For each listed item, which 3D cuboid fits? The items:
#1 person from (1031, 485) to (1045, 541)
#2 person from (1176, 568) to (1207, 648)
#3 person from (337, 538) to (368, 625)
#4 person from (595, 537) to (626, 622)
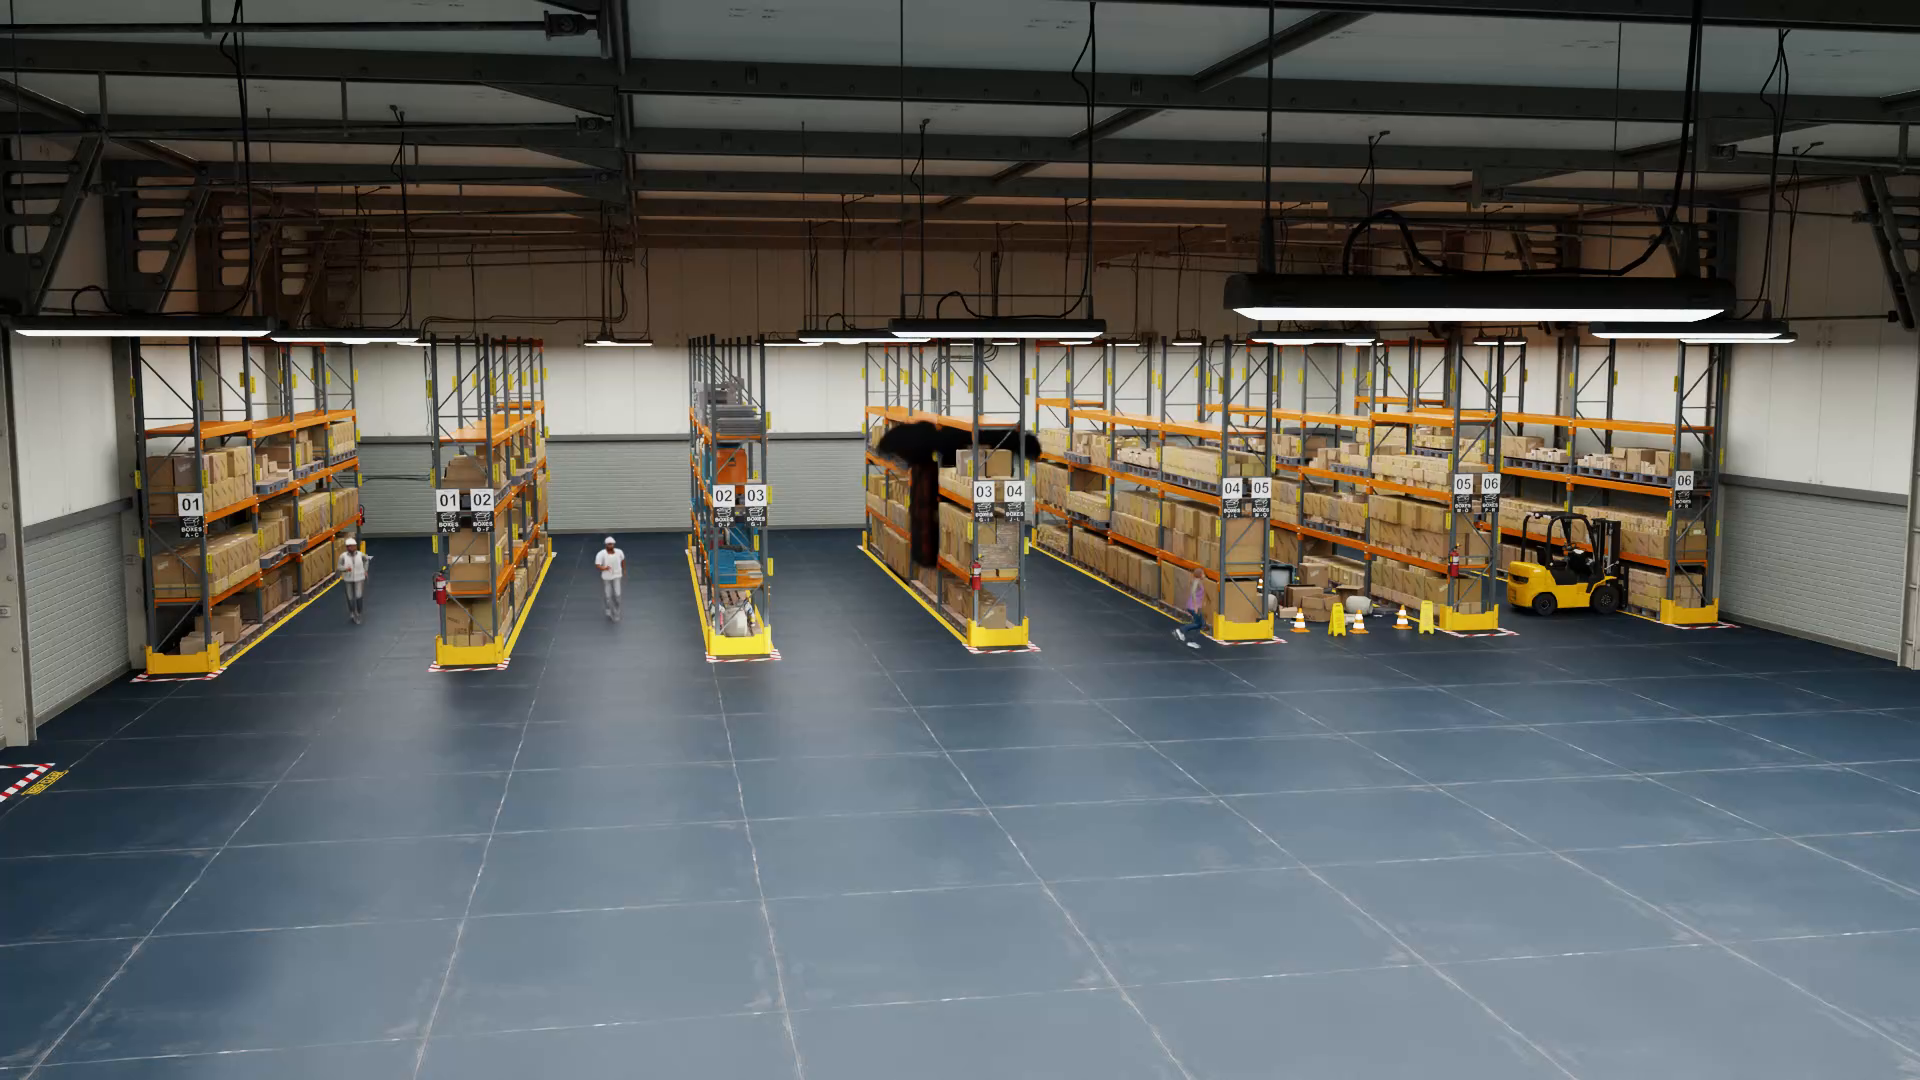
[{"bbox_3d":[2.423,-0.809,49.904,0.646,1.700,0.627,-3,7,-26],"label":"person"},{"bbox_3d":[4.458,1.302,32.029,0.565,1.552,0.544,2,7,13],"label":"person"},{"bbox_3d":[-12.694,0.867,34.786,0.595,1.825,0.834,-2,7,-16],"label":"person"},{"bbox_3d":[-7.359,0.834,35.106,0.651,1.811,0.834,-2,7,-16],"label":"person"}]
